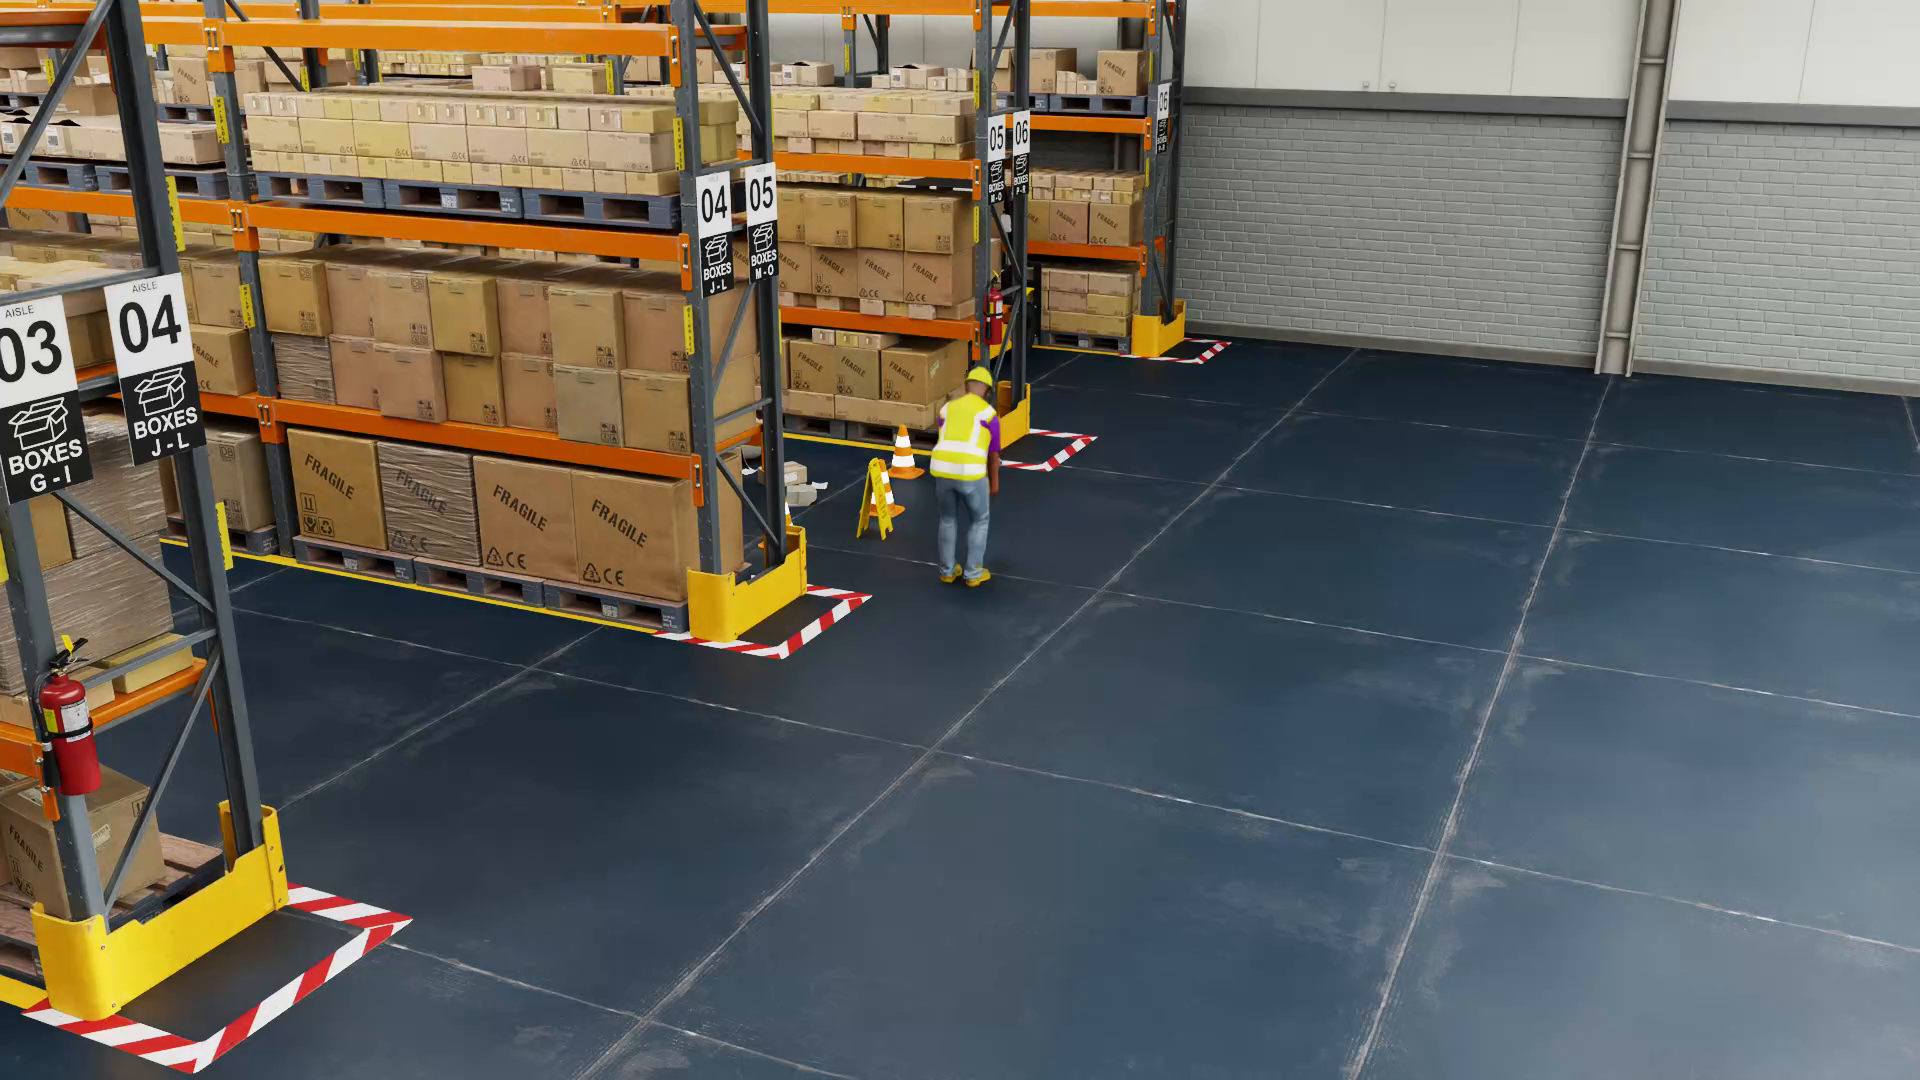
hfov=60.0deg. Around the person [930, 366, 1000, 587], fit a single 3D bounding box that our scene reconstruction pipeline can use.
[{"bbox_3d":[0.056,-0.488,12.692,0.480,1.608,0.749,8,20,22],"label":"person"}]
